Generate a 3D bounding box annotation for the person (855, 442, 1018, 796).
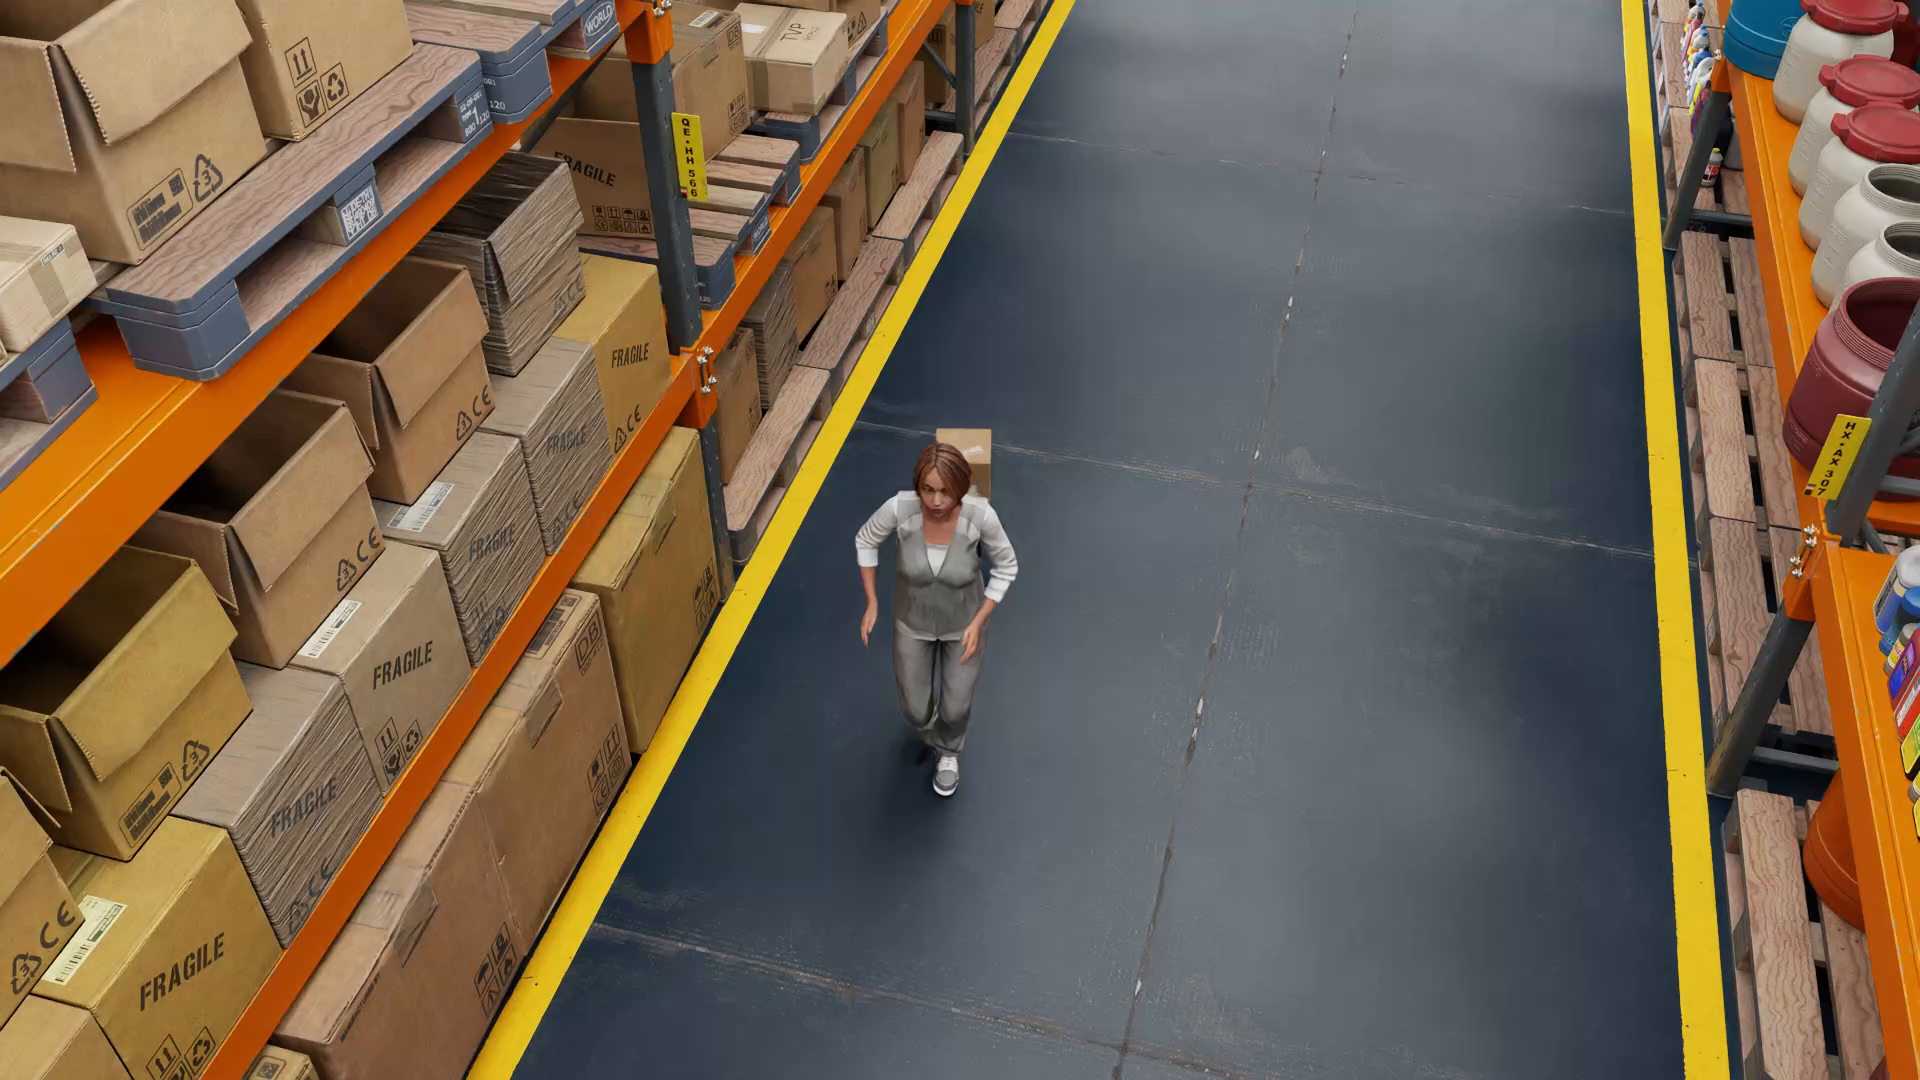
[{"bbox_3d":[-0.085,0.288,5.878,0.567,1.567,0.491,2,42,2],"label":"person"}]
